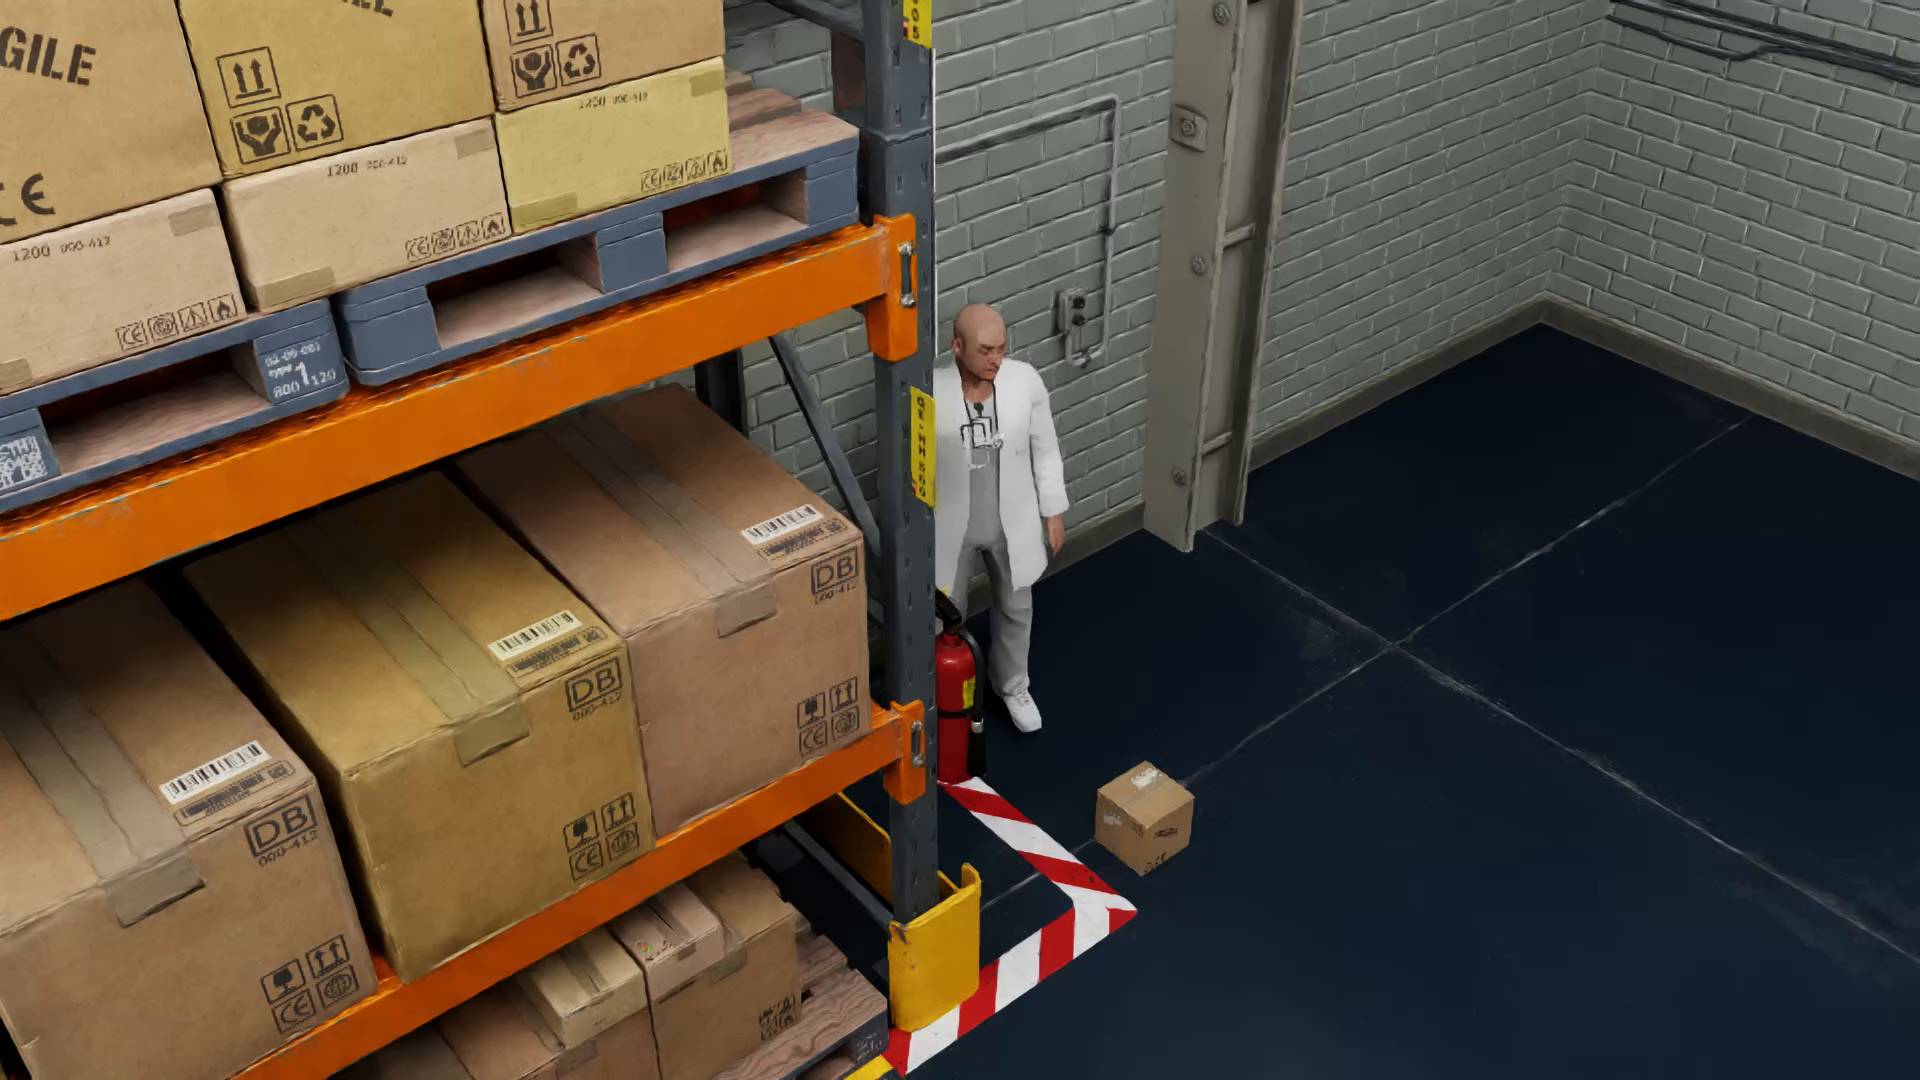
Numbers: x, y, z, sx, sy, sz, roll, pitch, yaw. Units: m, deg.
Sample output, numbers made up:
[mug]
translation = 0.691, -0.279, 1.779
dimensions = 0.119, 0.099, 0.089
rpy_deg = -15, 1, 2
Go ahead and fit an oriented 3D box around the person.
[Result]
[person]
translation = 0.090, -0.054, 6.185
dimensions = 0.644, 1.786, 0.415
rpy_deg = -4, 36, -6
